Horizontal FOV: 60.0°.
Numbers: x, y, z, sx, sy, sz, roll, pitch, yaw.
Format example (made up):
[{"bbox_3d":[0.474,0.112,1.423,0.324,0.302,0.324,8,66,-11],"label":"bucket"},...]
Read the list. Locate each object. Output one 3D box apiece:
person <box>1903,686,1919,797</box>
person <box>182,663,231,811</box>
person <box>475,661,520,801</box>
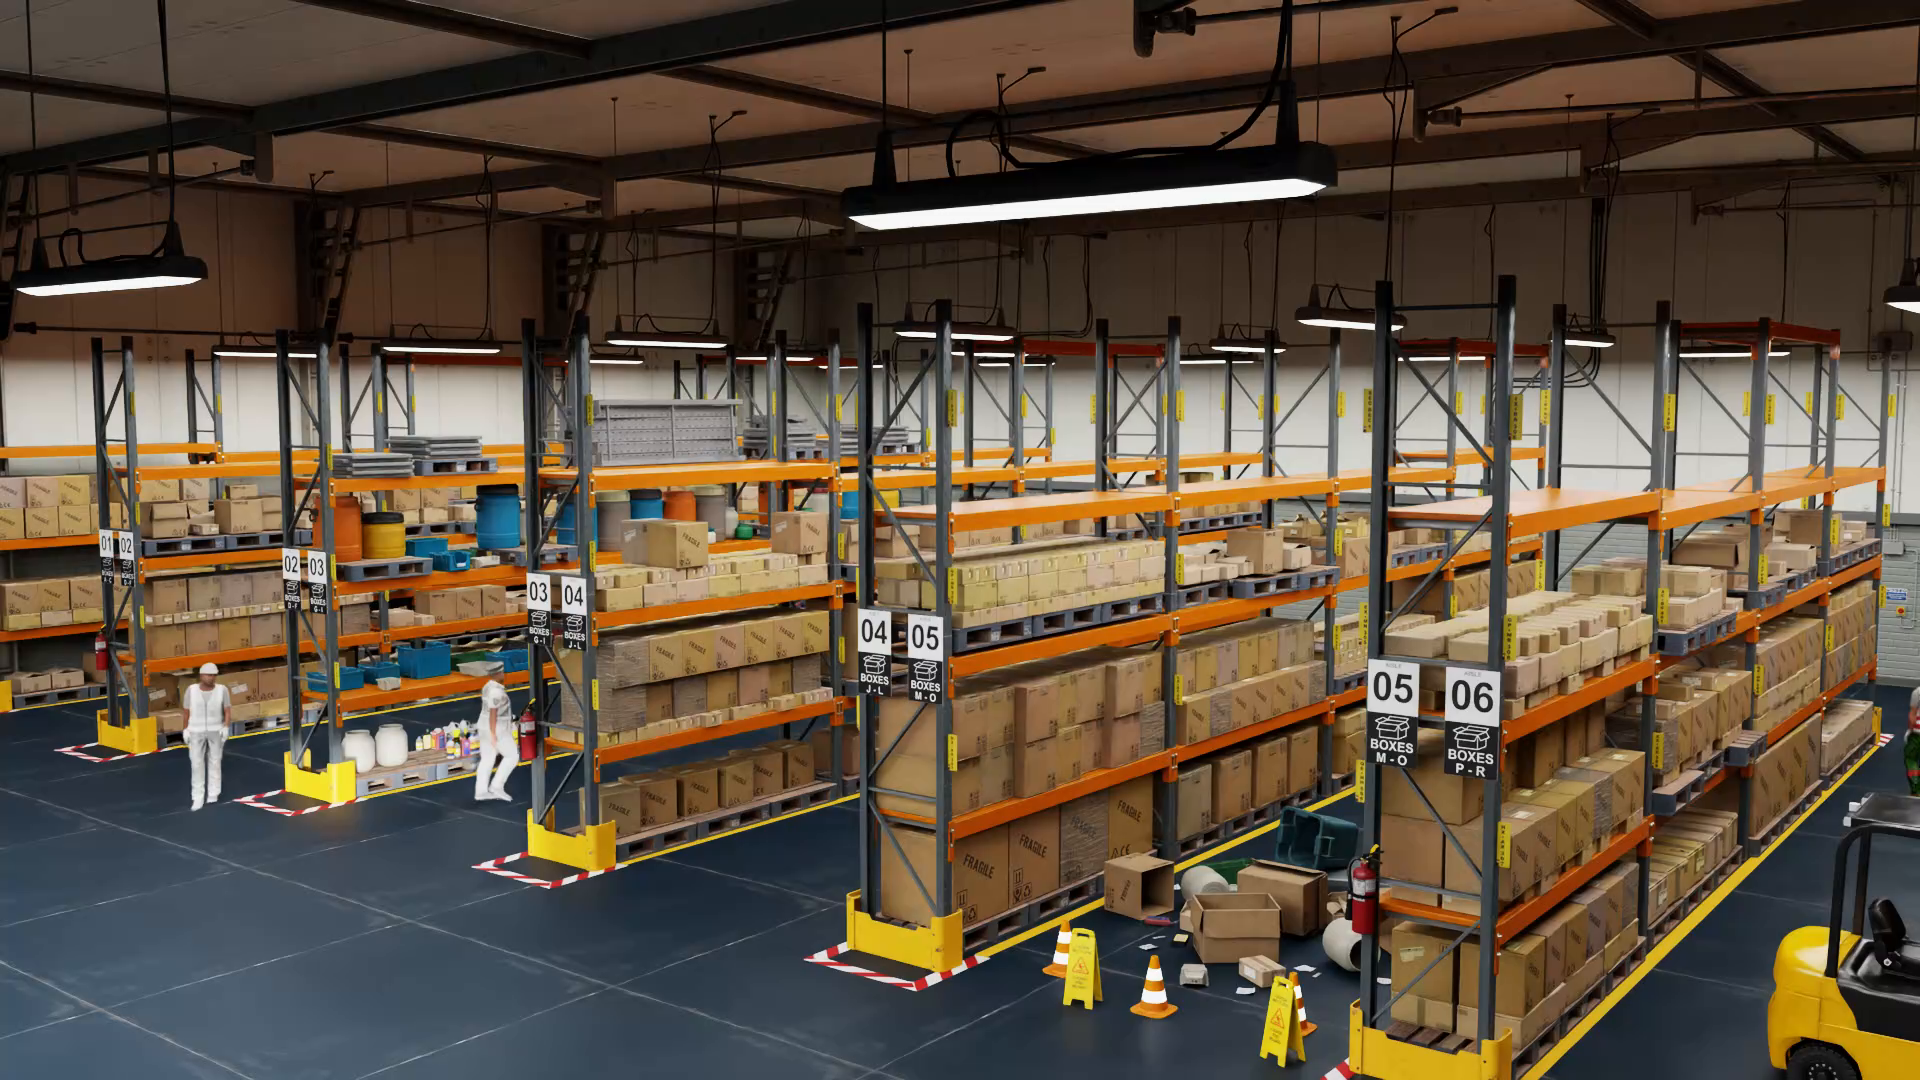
[{"bbox_3d":[12.225,2.454,20.969,0.593,1.802,0.403,1,5,13],"label":"person"},{"bbox_3d":[-9.490,2.473,20.980,0.570,1.826,0.574,-2,6,-26],"label":"person"},{"bbox_3d":[-5.955,2.435,21.235,0.513,1.770,0.565,-4,6,-39],"label":"person"}]
